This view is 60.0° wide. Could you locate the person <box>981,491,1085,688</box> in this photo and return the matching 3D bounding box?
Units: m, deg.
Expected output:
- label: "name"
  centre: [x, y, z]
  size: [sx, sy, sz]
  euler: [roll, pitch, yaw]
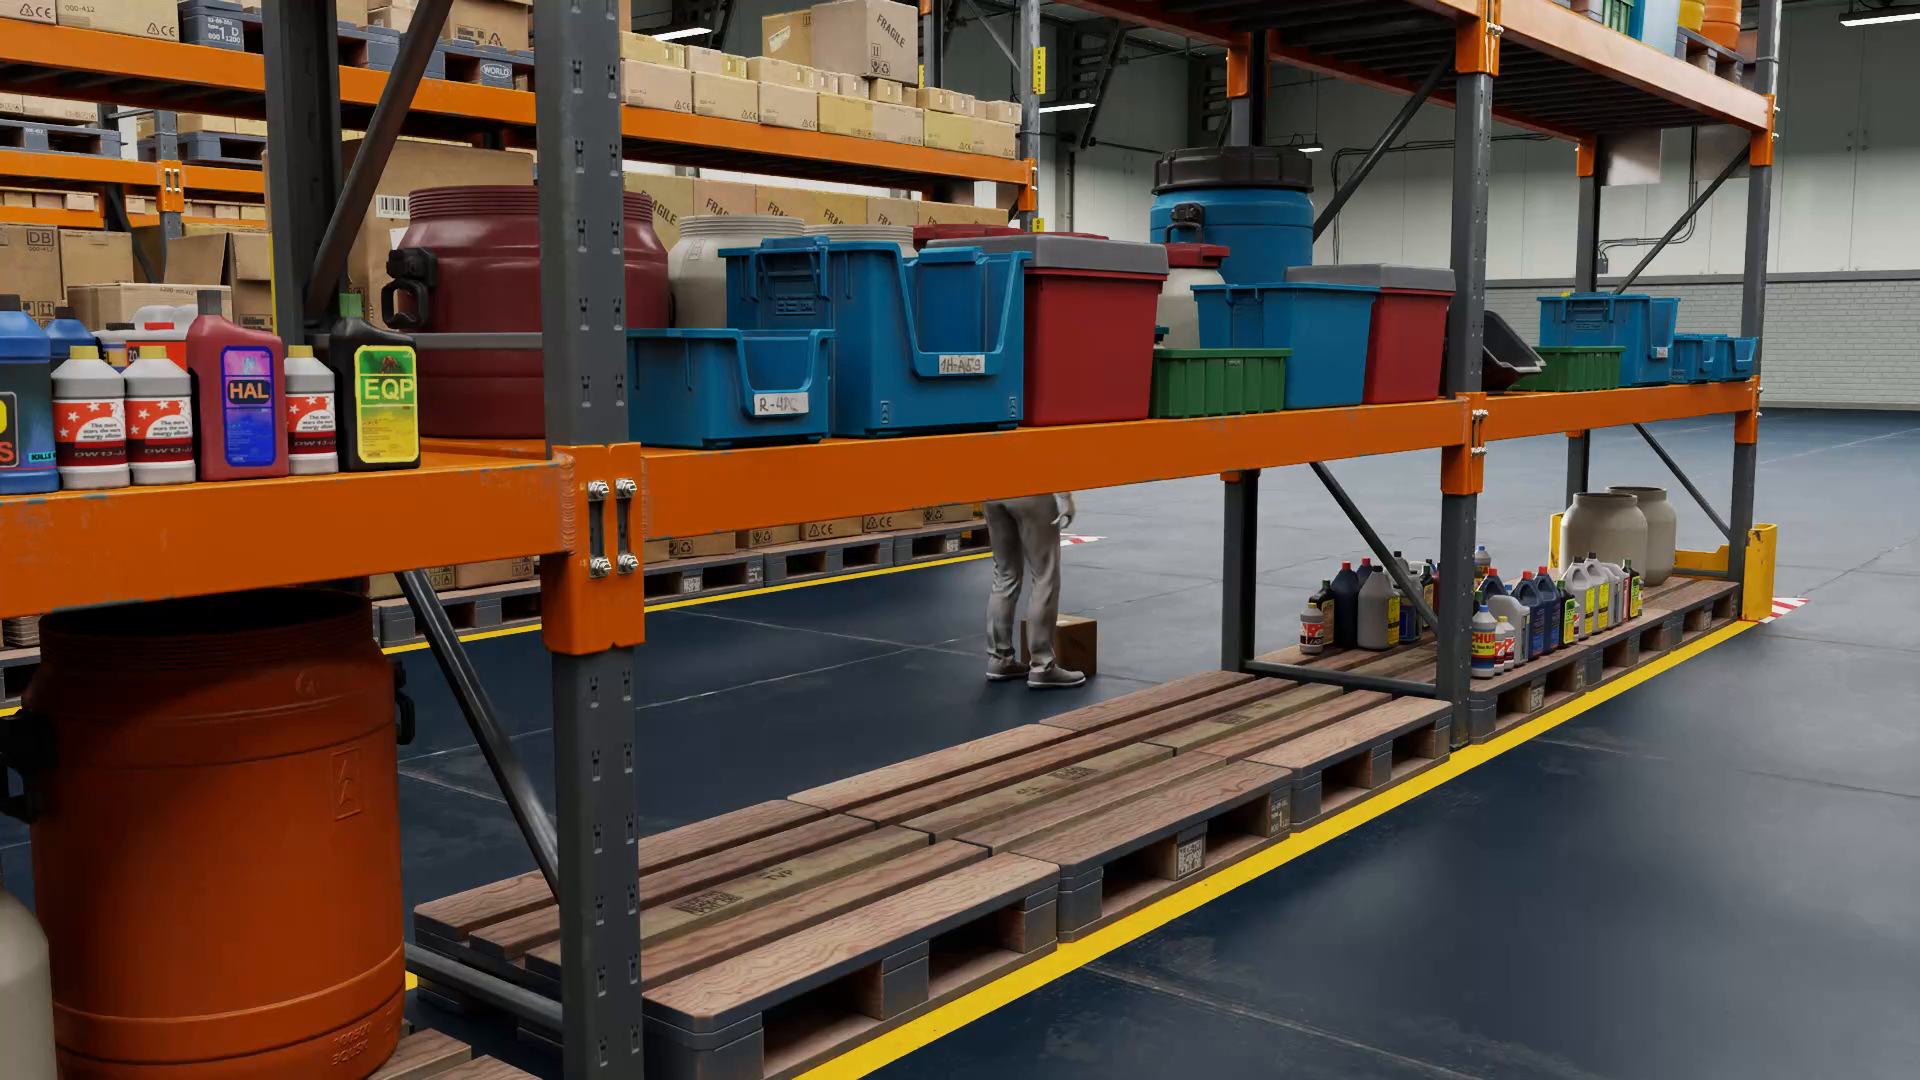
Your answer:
- label: "person"
  centre: [0.276, -0.195, 7.355]
  size: [0.373, 1.665, 0.542]
  euler: [-7, 9, -44]
